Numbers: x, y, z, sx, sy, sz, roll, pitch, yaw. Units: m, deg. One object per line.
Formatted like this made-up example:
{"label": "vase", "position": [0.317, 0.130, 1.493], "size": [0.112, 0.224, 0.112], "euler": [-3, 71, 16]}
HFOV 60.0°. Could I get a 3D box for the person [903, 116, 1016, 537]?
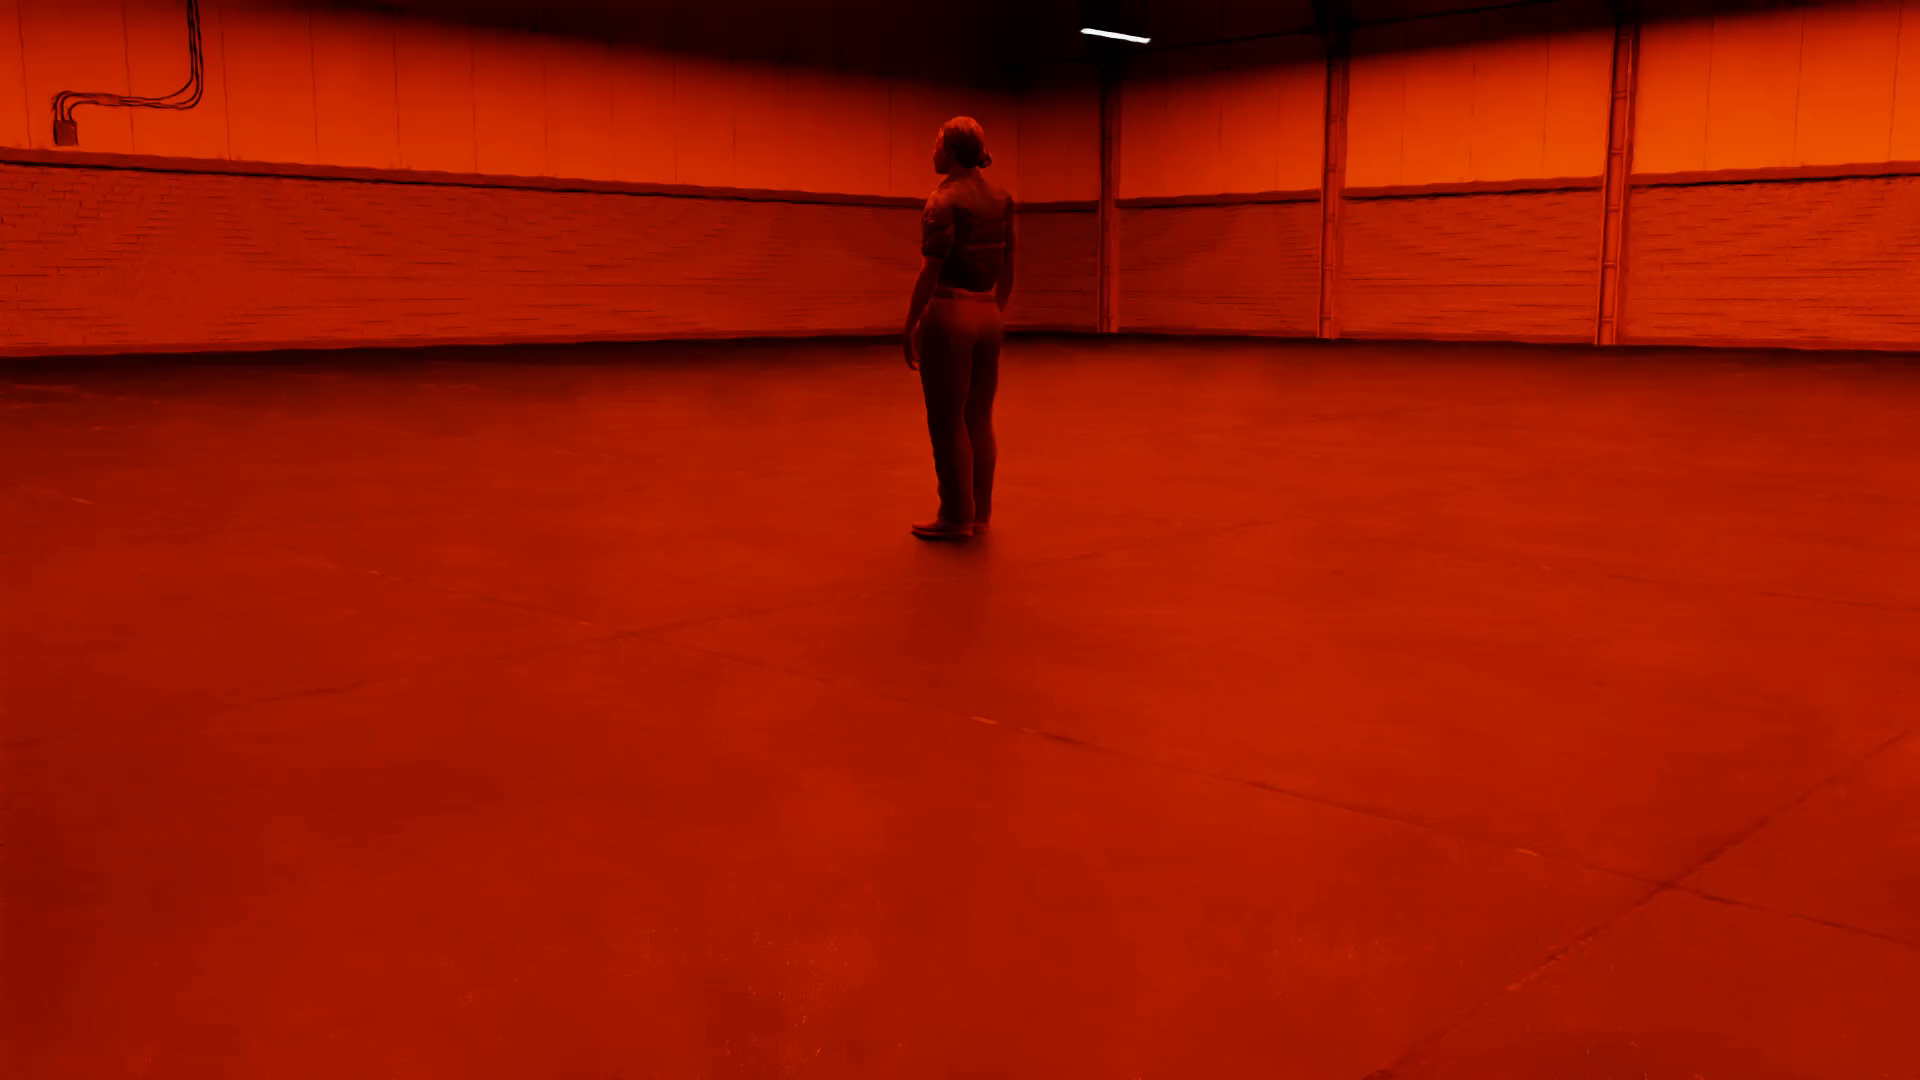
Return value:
{"label": "person", "position": [-0.050, -0.836, 6.667], "size": [0.503, 1.654, 0.570], "euler": [8, 12, 43]}
